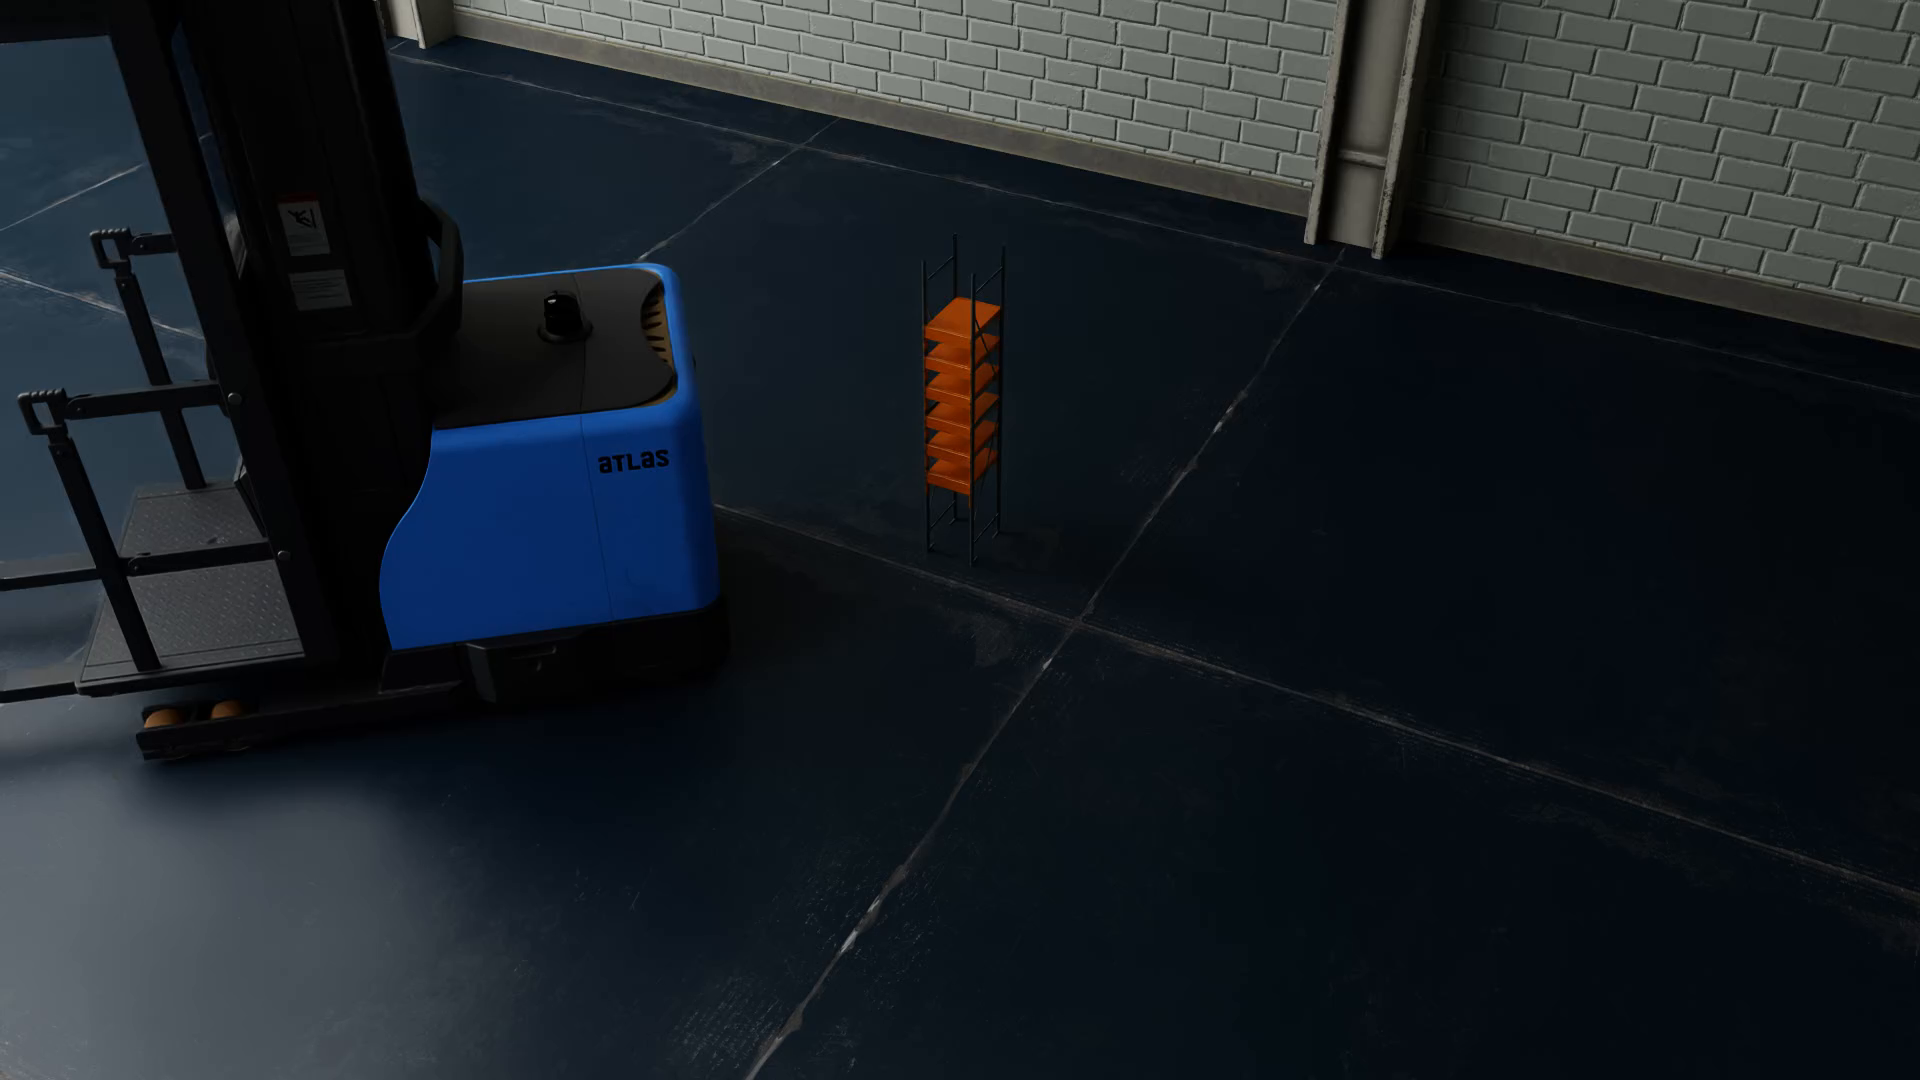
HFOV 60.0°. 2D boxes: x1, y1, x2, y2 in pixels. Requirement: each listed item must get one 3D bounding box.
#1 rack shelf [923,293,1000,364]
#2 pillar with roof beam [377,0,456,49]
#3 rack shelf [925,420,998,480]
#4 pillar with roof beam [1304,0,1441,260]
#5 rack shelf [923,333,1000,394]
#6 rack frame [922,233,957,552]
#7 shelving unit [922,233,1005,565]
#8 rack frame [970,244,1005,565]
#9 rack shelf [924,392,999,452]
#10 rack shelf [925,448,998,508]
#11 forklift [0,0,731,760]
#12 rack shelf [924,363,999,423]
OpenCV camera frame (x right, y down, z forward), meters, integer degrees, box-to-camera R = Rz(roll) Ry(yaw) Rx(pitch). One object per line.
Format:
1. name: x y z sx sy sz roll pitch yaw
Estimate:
1. rack shelf: 0.013 -0.725 5.691 0.180 0.103 0.258 17 41 21
2. pillar with roof beam: -5.371 -4.432 4.646 0.400 9.000 9.100 17 41 21
3. rack shelf: 0.013 -0.343 5.981 0.180 0.103 0.258 17 41 21
4. pillar with roof beam: -0.043 -2.763 2.448 0.400 9.000 9.100 17 41 21
5. rack shelf: 0.013 -0.630 5.764 0.180 0.103 0.258 17 41 21
6. rack frame: -0.068 -0.499 5.915 0.006 1.200 0.240 17 41 21
7. shelving unit: 0.013 -0.474 5.882 0.189 1.200 0.258 17 41 21
8. rack frame: 0.094 -0.448 5.848 0.006 1.200 0.240 17 41 21
9. rack shelf: 0.013 -0.438 5.909 0.180 0.103 0.258 17 41 21
10. rack shelf: 0.013 -0.247 6.054 0.180 0.103 0.258 17 41 21
11. forklift: -2.351 -0.813 4.897 3.031 2.935 1.130 -7 38 -10
12. rack shelf: 0.013 -0.534 5.836 0.180 0.103 0.258 17 41 21
